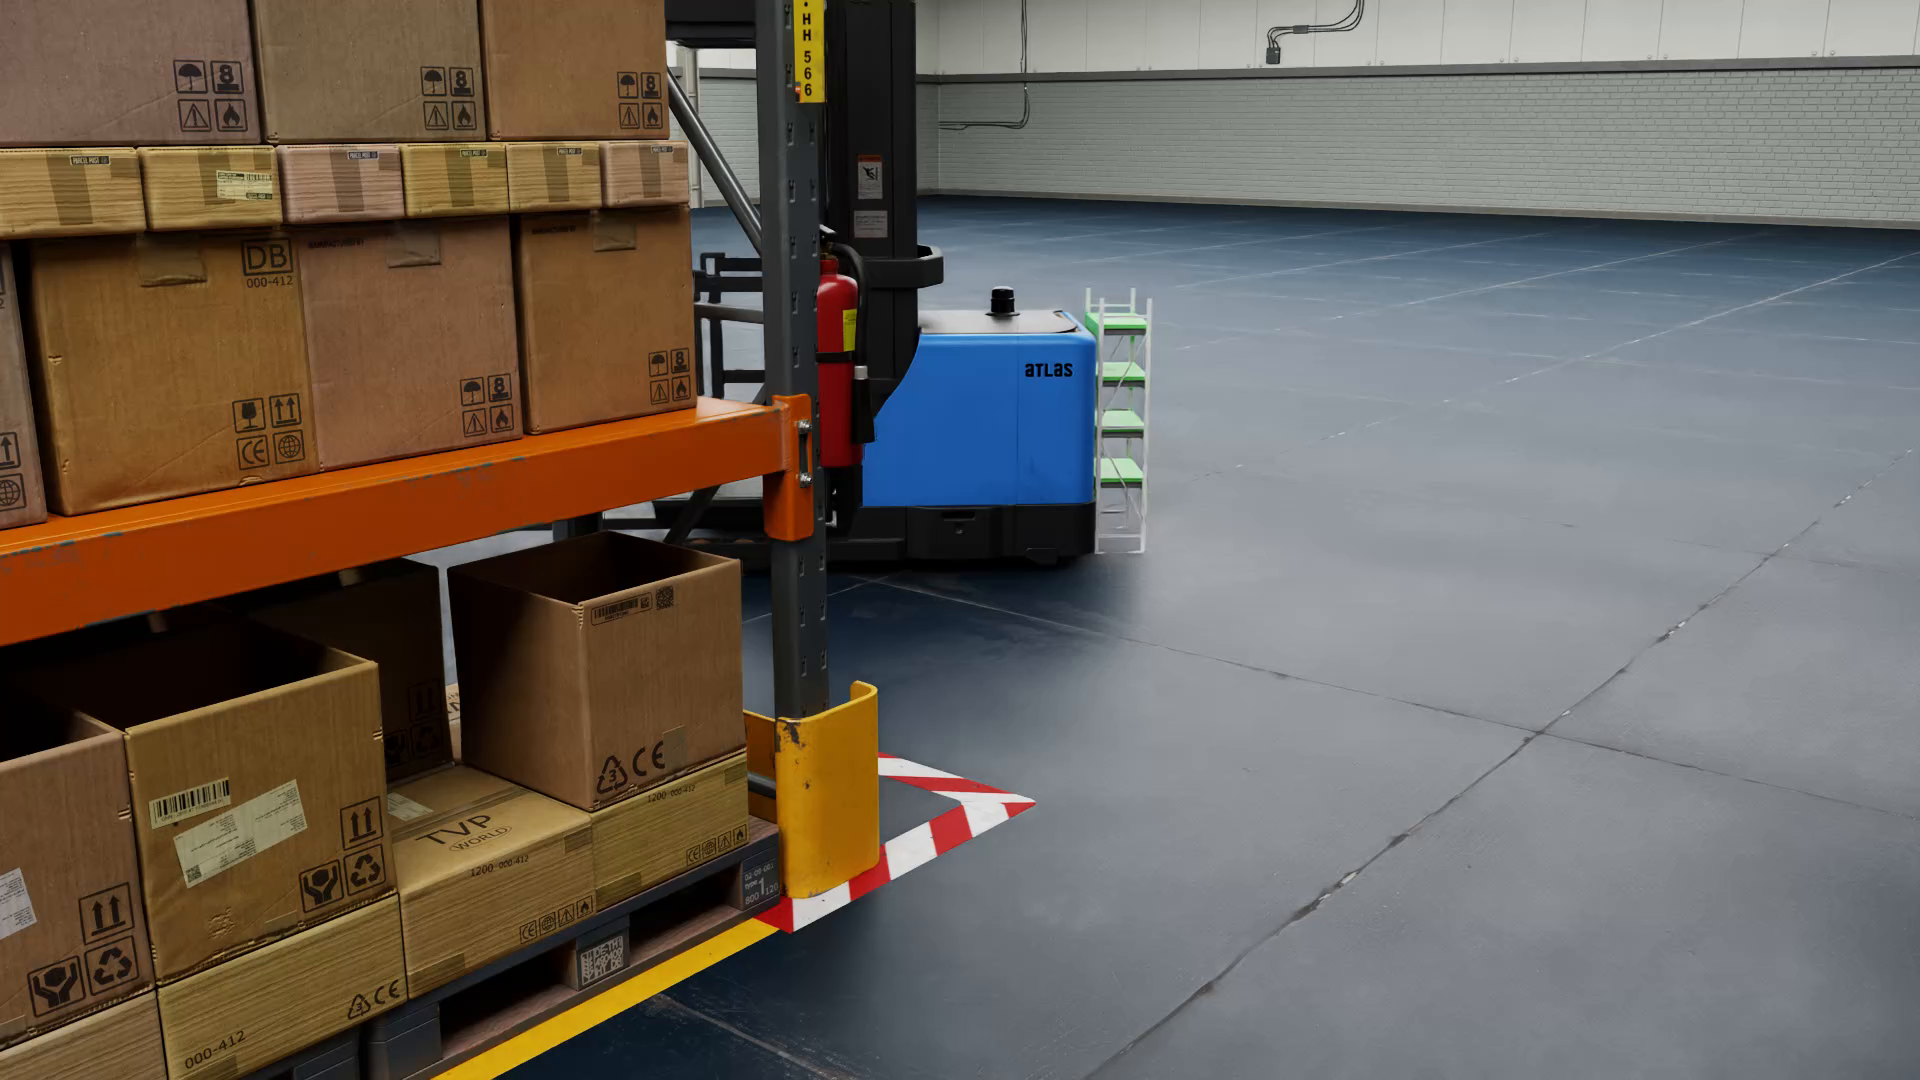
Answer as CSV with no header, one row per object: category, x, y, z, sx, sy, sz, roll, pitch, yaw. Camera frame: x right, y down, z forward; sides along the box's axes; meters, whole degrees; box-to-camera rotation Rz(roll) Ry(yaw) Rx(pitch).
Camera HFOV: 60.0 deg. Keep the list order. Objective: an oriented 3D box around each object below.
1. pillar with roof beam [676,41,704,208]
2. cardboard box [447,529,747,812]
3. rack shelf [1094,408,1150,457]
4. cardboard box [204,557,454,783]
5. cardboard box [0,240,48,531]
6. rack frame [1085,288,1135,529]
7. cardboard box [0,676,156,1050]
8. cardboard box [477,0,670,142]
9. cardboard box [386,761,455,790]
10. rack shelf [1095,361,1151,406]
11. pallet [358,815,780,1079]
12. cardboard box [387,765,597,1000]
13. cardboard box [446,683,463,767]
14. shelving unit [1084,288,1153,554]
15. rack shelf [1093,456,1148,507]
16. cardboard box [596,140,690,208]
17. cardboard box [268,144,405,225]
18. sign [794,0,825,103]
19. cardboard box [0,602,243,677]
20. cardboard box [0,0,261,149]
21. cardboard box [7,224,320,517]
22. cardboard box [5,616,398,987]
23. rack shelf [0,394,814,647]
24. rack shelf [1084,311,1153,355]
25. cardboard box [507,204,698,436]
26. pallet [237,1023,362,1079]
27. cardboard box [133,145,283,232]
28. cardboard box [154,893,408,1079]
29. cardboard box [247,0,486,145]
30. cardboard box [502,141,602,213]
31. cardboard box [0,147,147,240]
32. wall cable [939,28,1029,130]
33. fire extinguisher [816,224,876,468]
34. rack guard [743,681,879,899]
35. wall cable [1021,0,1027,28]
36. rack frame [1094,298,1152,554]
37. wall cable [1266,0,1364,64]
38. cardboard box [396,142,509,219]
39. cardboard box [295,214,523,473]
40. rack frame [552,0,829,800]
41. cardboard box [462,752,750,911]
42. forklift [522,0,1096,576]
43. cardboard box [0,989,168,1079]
pillar with roof beam,-2.755,-11.296,34.314,9.100,9.000,0.400,11,18,38
cardboard box,-0.880,0.297,4.072,0.500,0.500,0.500,11,18,38
rack shelf,0.743,-0.518,7.983,0.258,0.148,0.480,-1,14,-3
cardboard box,-1.598,0.312,4.011,0.500,0.500,0.500,11,18,38
cardboard box,-2.049,-0.282,2.938,0.700,0.500,0.500,12,19,39
rack frame,0.730,-0.640,8.204,0.240,1.200,0.015,-1,14,-3
cardboard box,-1.813,0.586,2.933,0.500,0.500,0.500,11,18,38
cardboard box,-1.111,-1.198,3.907,0.700,0.500,0.500,11,18,38
cardboard box,-1.596,0.676,4.102,0.500,0.250,0.500,11,18,38
rack shelf,0.743,-0.750,7.924,0.258,0.148,0.480,-1,14,-3
pallet,-1.223,0.886,4.204,1.003,0.211,1.213,11,18,38
cardboard box,-1.187,0.757,3.781,0.500,0.250,0.500,11,18,38
cardboard box,-1.285,0.579,4.481,0.500,0.250,0.500,11,18,38
shelving unit,0.743,-0.580,7.967,0.258,1.200,0.503,-1,14,-3
rack shelf,0.743,-0.285,8.042,0.258,0.148,0.480,-1,14,-3
cardboard box,-0.867,-0.878,3.967,0.380,0.149,0.250,11,18,37
cardboard box,-1.351,-0.731,3.387,0.380,0.149,0.250,12,18,38
sign,-0.362,-1.207,3.950,0.100,0.325,0.005,11,18,38
cardboard box,-1.902,0.410,3.626,0.500,0.500,0.500,11,18,38
cardboard box,-1.754,-0.999,3.127,0.700,0.500,0.500,11,18,38
cardboard box,-1.721,-0.383,3.337,0.700,0.500,0.500,11,18,38
cardboard box,-1.498,0.490,3.309,0.500,0.500,0.500,11,18,38
rack shelf,-2.032,0.114,3.044,1.077,0.370,4.000,11,18,38
rack shelf,0.743,-0.983,7.865,0.258,0.148,0.480,-1,14,-3
cardboard box,-1.078,-0.579,4.107,0.700,0.500,0.500,11,18,38
pallet,-1.990,1.119,3.289,1.003,0.211,1.213,11,18,38
cardboard box,-1.515,-0.681,3.189,0.380,0.149,0.250,12,19,39
cardboard box,-1.500,0.853,3.403,0.500,0.250,0.500,11,18,38
cardboard box,-1.438,-1.096,3.507,0.700,0.500,0.500,11,18,36
cardboard box,-1.030,-0.828,3.769,0.380,0.149,0.250,12,18,39
cardboard box,-1.679,-0.630,2.990,0.380,0.149,0.250,12,18,39
wall cable,0.548,-11.966,43.257,3.097,2.526,0.112,11,18,38
fire extinguisher,-0.339,-0.531,4.279,0.296,0.674,0.183,11,18,38
rack guard,-0.760,0.589,4.789,1.175,0.500,0.348,11,18,38
wall cable,2.652,-13.995,40.987,3.097,2.526,0.112,11,18,38
rack frame,0.756,-0.520,7.731,0.240,1.200,0.015,-1,14,-3
wall cable,7.922,-13.647,36.661,2.305,6.003,0.169,11,18,38
cardboard box,-1.191,-0.779,3.576,0.380,0.149,0.250,11,18,37
cardboard box,-1.405,-0.478,3.708,0.700,0.500,0.500,12,18,39
rack frame,-0.775,-0.618,4.463,1.000,3.000,0.127,11,18,38
cardboard box,-0.882,0.660,4.166,0.500,0.250,0.500,11,18,38
forklift,-0.916,-1.389,7.638,3.031,2.935,1.130,-1,14,-3
cardboard box,-1.816,0.949,3.028,0.500,0.250,0.500,11,18,38
